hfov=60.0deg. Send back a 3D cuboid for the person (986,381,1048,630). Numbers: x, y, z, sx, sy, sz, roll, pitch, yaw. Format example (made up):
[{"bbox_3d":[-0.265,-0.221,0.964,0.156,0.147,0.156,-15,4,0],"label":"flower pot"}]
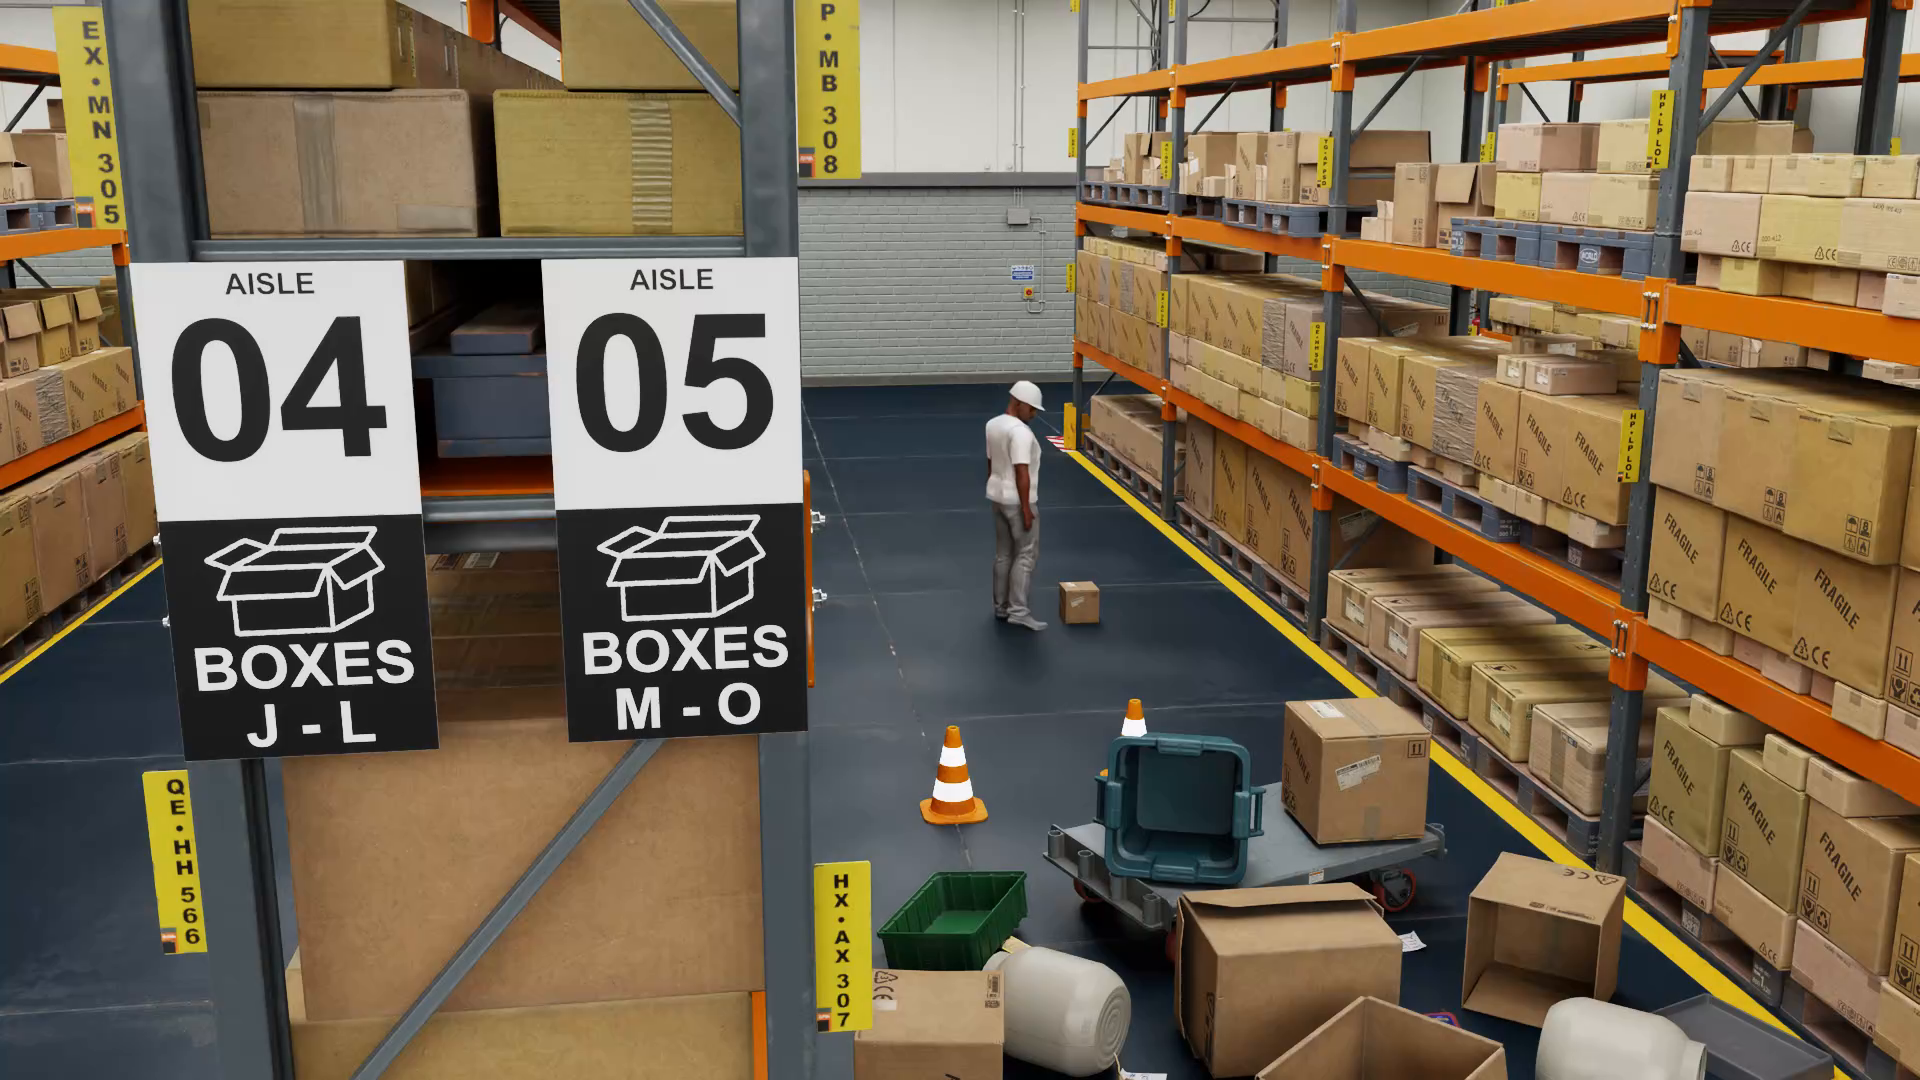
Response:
[{"bbox_3d":[0.394,-0.263,12.082,0.378,1.793,0.678,-7,15,-28],"label":"person"}]
